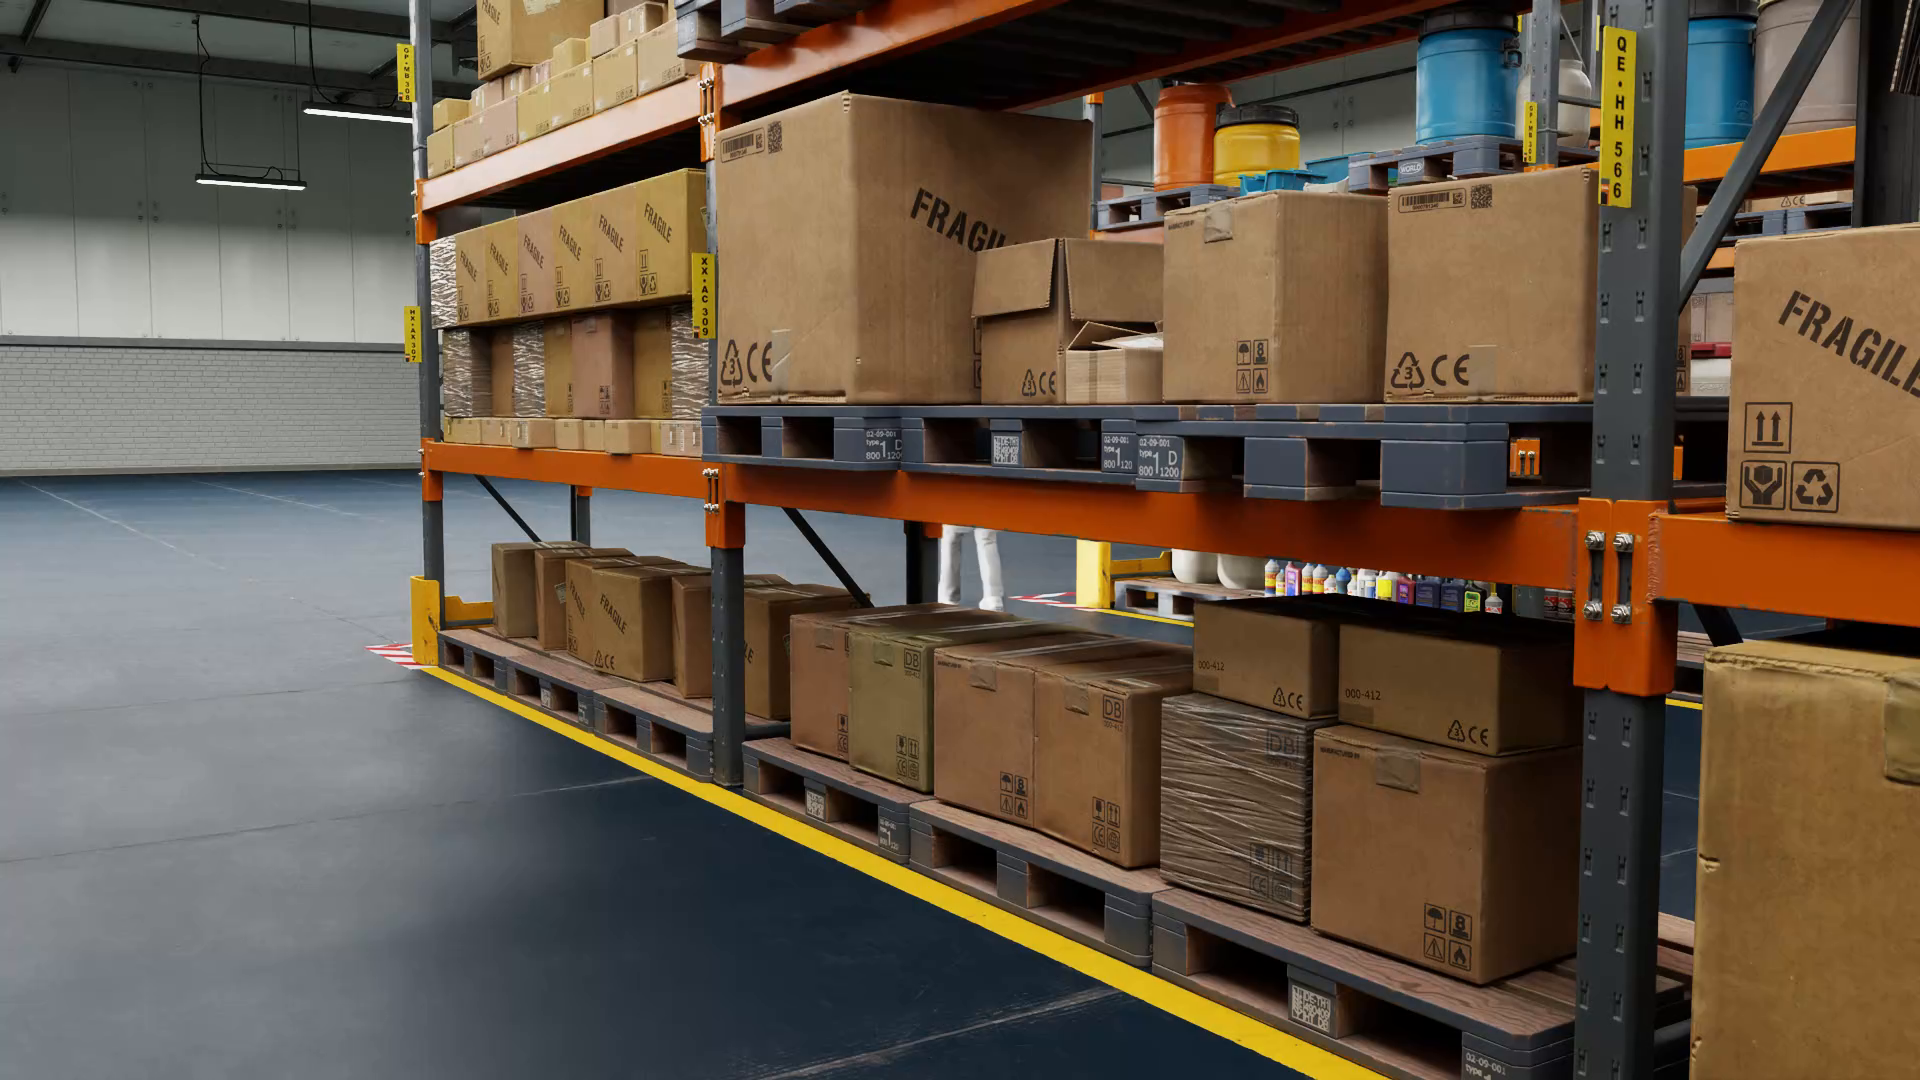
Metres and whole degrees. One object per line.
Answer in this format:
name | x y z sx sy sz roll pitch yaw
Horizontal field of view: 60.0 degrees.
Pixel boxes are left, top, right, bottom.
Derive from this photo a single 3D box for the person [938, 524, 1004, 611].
person | 0.077 -0.333 12.023 0.613 1.724 1.145 -1 5 -11
